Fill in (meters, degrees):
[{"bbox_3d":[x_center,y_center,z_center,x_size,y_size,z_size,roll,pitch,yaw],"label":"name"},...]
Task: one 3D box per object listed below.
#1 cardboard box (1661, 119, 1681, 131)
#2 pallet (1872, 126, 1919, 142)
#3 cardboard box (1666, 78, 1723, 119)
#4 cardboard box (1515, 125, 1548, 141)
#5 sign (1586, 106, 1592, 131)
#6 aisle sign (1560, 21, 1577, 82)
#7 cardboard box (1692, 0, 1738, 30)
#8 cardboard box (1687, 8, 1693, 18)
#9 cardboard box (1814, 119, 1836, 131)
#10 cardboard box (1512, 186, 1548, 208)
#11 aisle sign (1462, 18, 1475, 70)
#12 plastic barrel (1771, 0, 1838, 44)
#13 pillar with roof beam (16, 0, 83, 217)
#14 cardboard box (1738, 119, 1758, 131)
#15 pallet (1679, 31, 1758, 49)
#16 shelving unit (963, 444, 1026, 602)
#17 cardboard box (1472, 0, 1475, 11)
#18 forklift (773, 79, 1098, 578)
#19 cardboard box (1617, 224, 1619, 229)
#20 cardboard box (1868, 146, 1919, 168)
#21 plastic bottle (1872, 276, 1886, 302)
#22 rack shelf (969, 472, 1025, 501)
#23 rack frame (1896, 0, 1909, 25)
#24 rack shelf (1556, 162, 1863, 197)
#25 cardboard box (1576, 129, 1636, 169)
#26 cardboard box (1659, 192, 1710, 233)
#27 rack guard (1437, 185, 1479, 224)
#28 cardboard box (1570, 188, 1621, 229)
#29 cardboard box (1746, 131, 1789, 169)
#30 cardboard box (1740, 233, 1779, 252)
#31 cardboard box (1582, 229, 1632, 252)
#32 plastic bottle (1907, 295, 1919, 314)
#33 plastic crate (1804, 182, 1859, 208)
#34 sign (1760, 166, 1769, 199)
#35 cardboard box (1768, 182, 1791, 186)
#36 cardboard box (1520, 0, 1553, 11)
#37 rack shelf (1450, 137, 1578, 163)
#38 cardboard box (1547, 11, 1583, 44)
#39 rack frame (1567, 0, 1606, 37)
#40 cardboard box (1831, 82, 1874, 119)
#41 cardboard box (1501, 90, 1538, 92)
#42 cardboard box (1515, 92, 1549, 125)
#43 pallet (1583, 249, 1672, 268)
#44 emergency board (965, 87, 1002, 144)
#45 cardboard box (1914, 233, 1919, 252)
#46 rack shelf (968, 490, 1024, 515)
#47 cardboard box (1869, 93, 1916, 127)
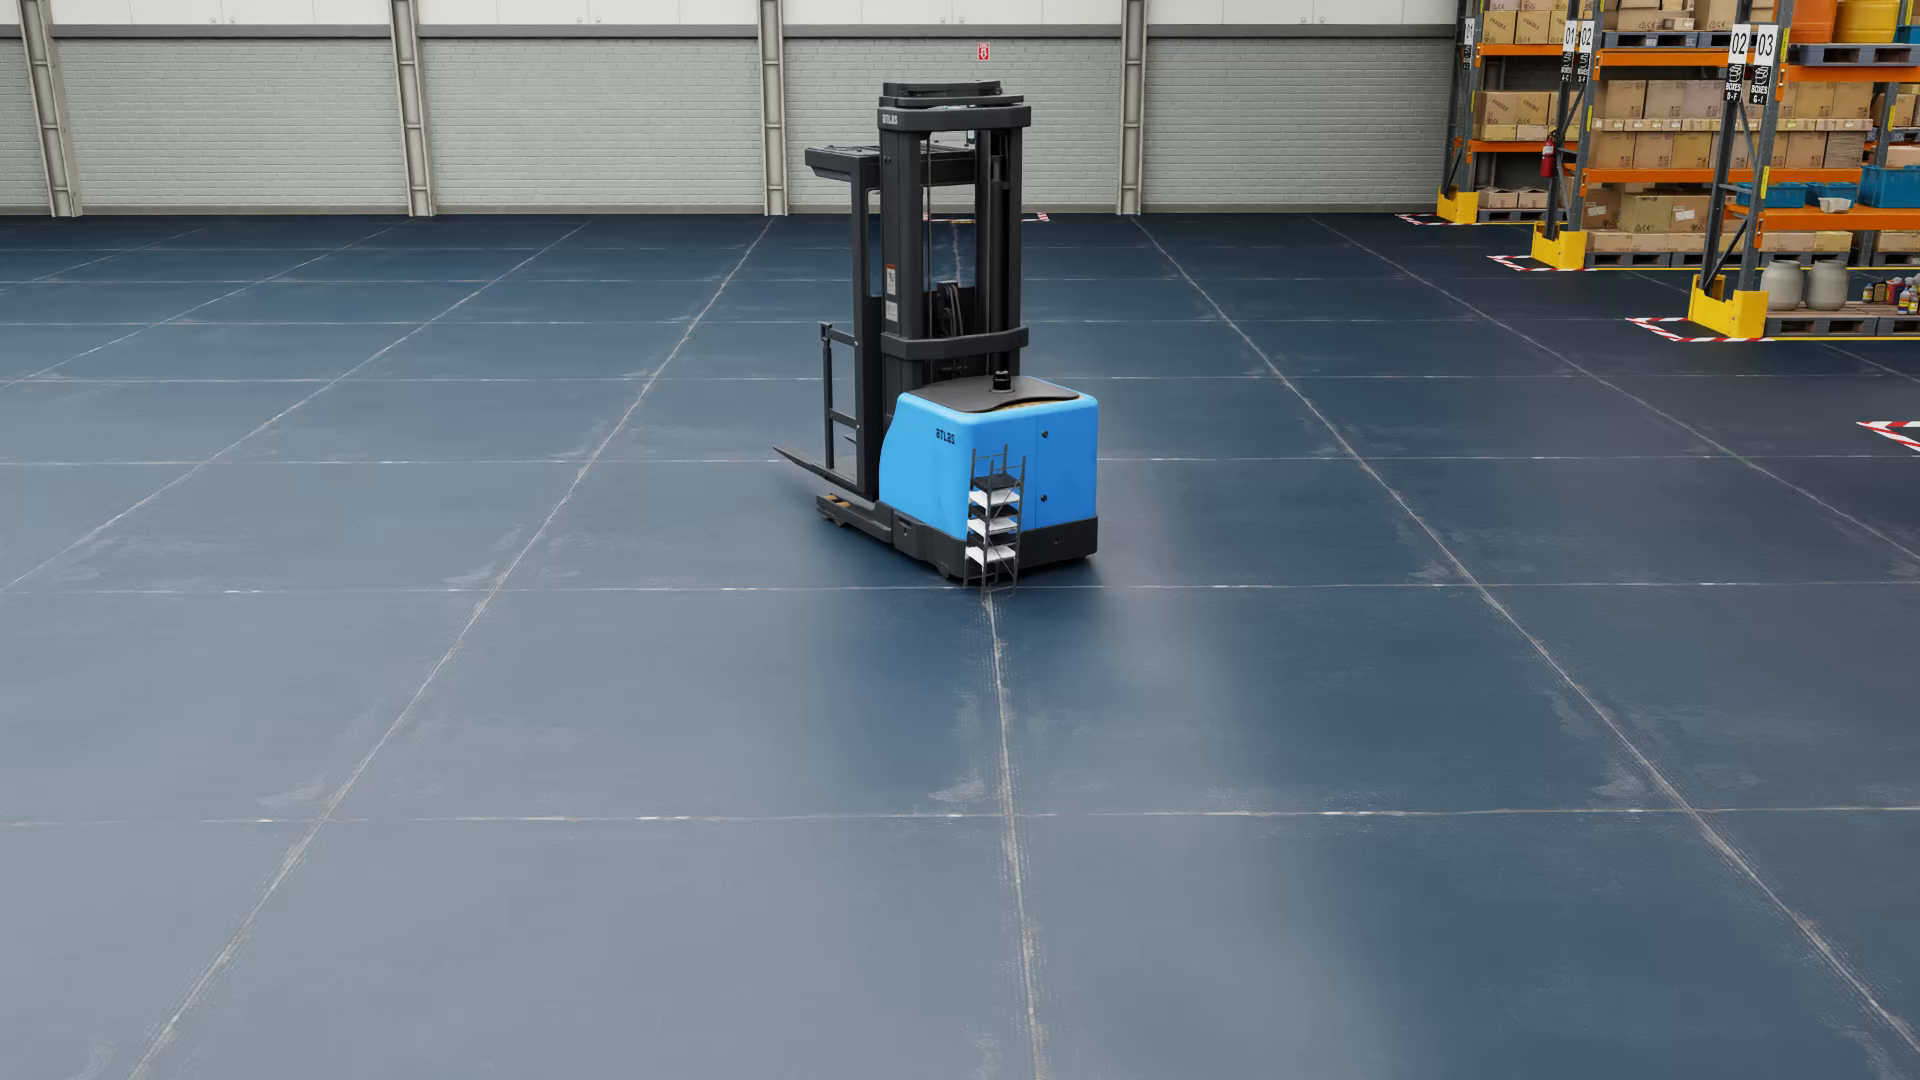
[{"bbox_3d":[9.433,-5.557,22.234,0.250,0.149,0.380,-1,18,-2],"label":"cardboard box"},{"bbox_3d":[15.478,-6.685,27.290,1.003,0.211,1.213,0,18,-1],"label":"pallet"},{"bbox_3d":[9.821,-5.932,22.340,0.500,0.500,0.700,0,18,-1],"label":"cardboard box"},{"bbox_3d":[9.202,-6.624,26.999,0.500,0.250,0.500,-1,18,-3],"label":"cardboard box"},{"bbox_3d":[8.274,-5.541,21.864,0.005,0.325,0.100,0,18,-1],"label":"sign"},{"bbox_3d":[8.201,-6.588,22.418,0.004,0.787,0.394,0,18,-1],"label":"aisle sign"},{"bbox_3d":[9.937,-6.928,21.742,0.500,0.500,0.500,0,18,-1],"label":"cardboard box"},{"bbox_3d":[9.975,-7.002,22.283,0.500,0.311,0.500,2,18,6],"label":"cardboard box"},{"bbox_3d":[11.494,-5.567,22.266,0.250,0.149,0.380,-1,18,-2],"label":"cardboard box"},{"bbox_3d":[9.453,-5.681,27.529,0.500,0.311,0.500,1,18,4],"label":"cardboard box"},{"bbox_3d":[8.123,-7.920,26.569,0.004,0.787,0.394,0,18,-1],"label":"aisle sign"},{"bbox_3d":[8.830,-5.622,17.361,0.708,0.830,0.600,0,18,-1],"label":"plastic barrel"},{"bbox_3d":[-15.053,-8.467,22.711,0.400,9.000,9.100,0,18,-1],"label":"pillar with roof beam"},{"bbox_3d":[10.468,-5.562,22.250,0.250,0.149,0.380,0,18,1],"label":"cardboard box"},{"bbox_3d":[10.202,-6.649,22.099,1.213,0.211,1.003,0,18,-1],"label":"pallet"},{"bbox_3d":[0.203,-0.099,9.852,0.258,0.900,0.210,-10,27,-29],"label":"shelving unit"},{"bbox_3d":[8.617,-8.817,26.879,0.500,0.500,0.500,1,18,2],"label":"cardboard box"},{"bbox_3d":[-0.332,-1.558,11.106,1.130,2.935,3.031,-11,21,-30],"label":"forklift"},{"bbox_3d":[9.303,-4.250,23.201,0.500,0.250,0.500,0,18,-1],"label":"cardboard box"},{"bbox_3d":[12.763,-5.224,22.668,0.500,0.250,0.500,1,18,3],"label":"cardboard box"},{"bbox_3d":[10.292,-2.813,18.632,0.133,0.283,0.061,0,18,0],"label":"plastic bottle"},{"bbox_3d":[0.216,-0.316,9.759,0.258,0.077,0.200,-10,27,-29],"label":"rack shelf"},{"bbox_3d":[12.271,-8.137,21.680,0.127,3.000,1.000,0,18,-1],"label":"rack frame"},{"bbox_3d":[10.271,-4.928,22.676,4.000,0.370,1.077,0,18,-1],"label":"rack shelf"},{"bbox_3d":[8.739,-5.307,22.516,0.500,0.500,0.700,0,18,-1],"label":"cardboard box"},{"bbox_3d":[9.811,-4.452,22.603,0.500,0.500,0.500,0,18,-1],"label":"cardboard box"},{"bbox_3d":[8.266,-5.584,27.636,0.348,0.500,1.175,0,18,-1],"label":"rack guard"},{"bbox_3d":[8.803,-4.602,23.069,0.500,0.500,0.500,0,18,-1],"label":"cardboard box"},{"bbox_3d":[10.799,-5.318,22.551,0.500,0.500,0.700,0,18,0],"label":"cardboard box"},{"bbox_3d":[10.811,-4.095,22.718,0.500,0.250,0.500,0,18,-1],"label":"cardboard box"},{"bbox_3d":[8.811,-4.086,22.689,0.500,0.250,0.500,0,18,-1],"label":"cardboard box"},{"bbox_3d":[10.267,-2.539,17.913,0.097,0.201,0.097,0,18,0],"label":"plastic bottle"},{"bbox_3d":[9.491,-3.772,18.140,0.408,0.251,0.499,0,18,-1],"label":"plastic crate"},{"bbox_3d":[8.351,-3.712,17.254,0.005,0.325,0.100,0,18,-1],"label":"sign"},{"bbox_3d":[13.441,-5.839,27.710,0.500,0.500,0.700,-1,18,-2],"label":"cardboard box"},{"bbox_3d":[9.081,-8.650,26.357,0.500,0.500,0.500,0,18,-1],"label":"cardboard box"},{"bbox_3d":[10.190,-6.441,27.393,4.000,0.370,1.077,0,18,-1],"label":"rack shelf"},{"bbox_3d":[9.585,-8.180,26.529,0.500,0.500,0.500,1,18,2],"label":"cardboard box"},{"bbox_3d":[8.272,-8.117,21.620,0.127,3.000,1.000,0,18,-1],"label":"rack frame"},{"bbox_3d":[11.828,-5.941,22.370,0.500,0.500,0.700,0,18,-1],"label":"cardboard box"},{"bbox_3d":[9.161,-7.135,27.366,0.500,0.500,0.500,0,18,0],"label":"cardboard box"},{"bbox_3d":[9.166,-6.979,26.877,0.500,0.500,0.500,0,18,-1],"label":"cardboard box"},{"bbox_3d":[9.036,-3.950,23.014,1.213,0.211,1.003,0,18,-1],"label":"pallet"},{"bbox_3d":[0.405,-7.012,27.996,0.643,1.169,0.194,0,18,-1],"label":"emergency board"},{"bbox_3d":[13.190,-4.099,22.729,0.500,0.250,0.500,0,18,1],"label":"cardboard box"},{"bbox_3d":[0.211,-0.234,9.794,0.258,0.077,0.200,-10,27,-29],"label":"rack shelf"},{"bbox_3d":[15.161,-7.053,27.240,0.500,0.500,0.700,-2,18,-6],"label":"cardboard box"}]
